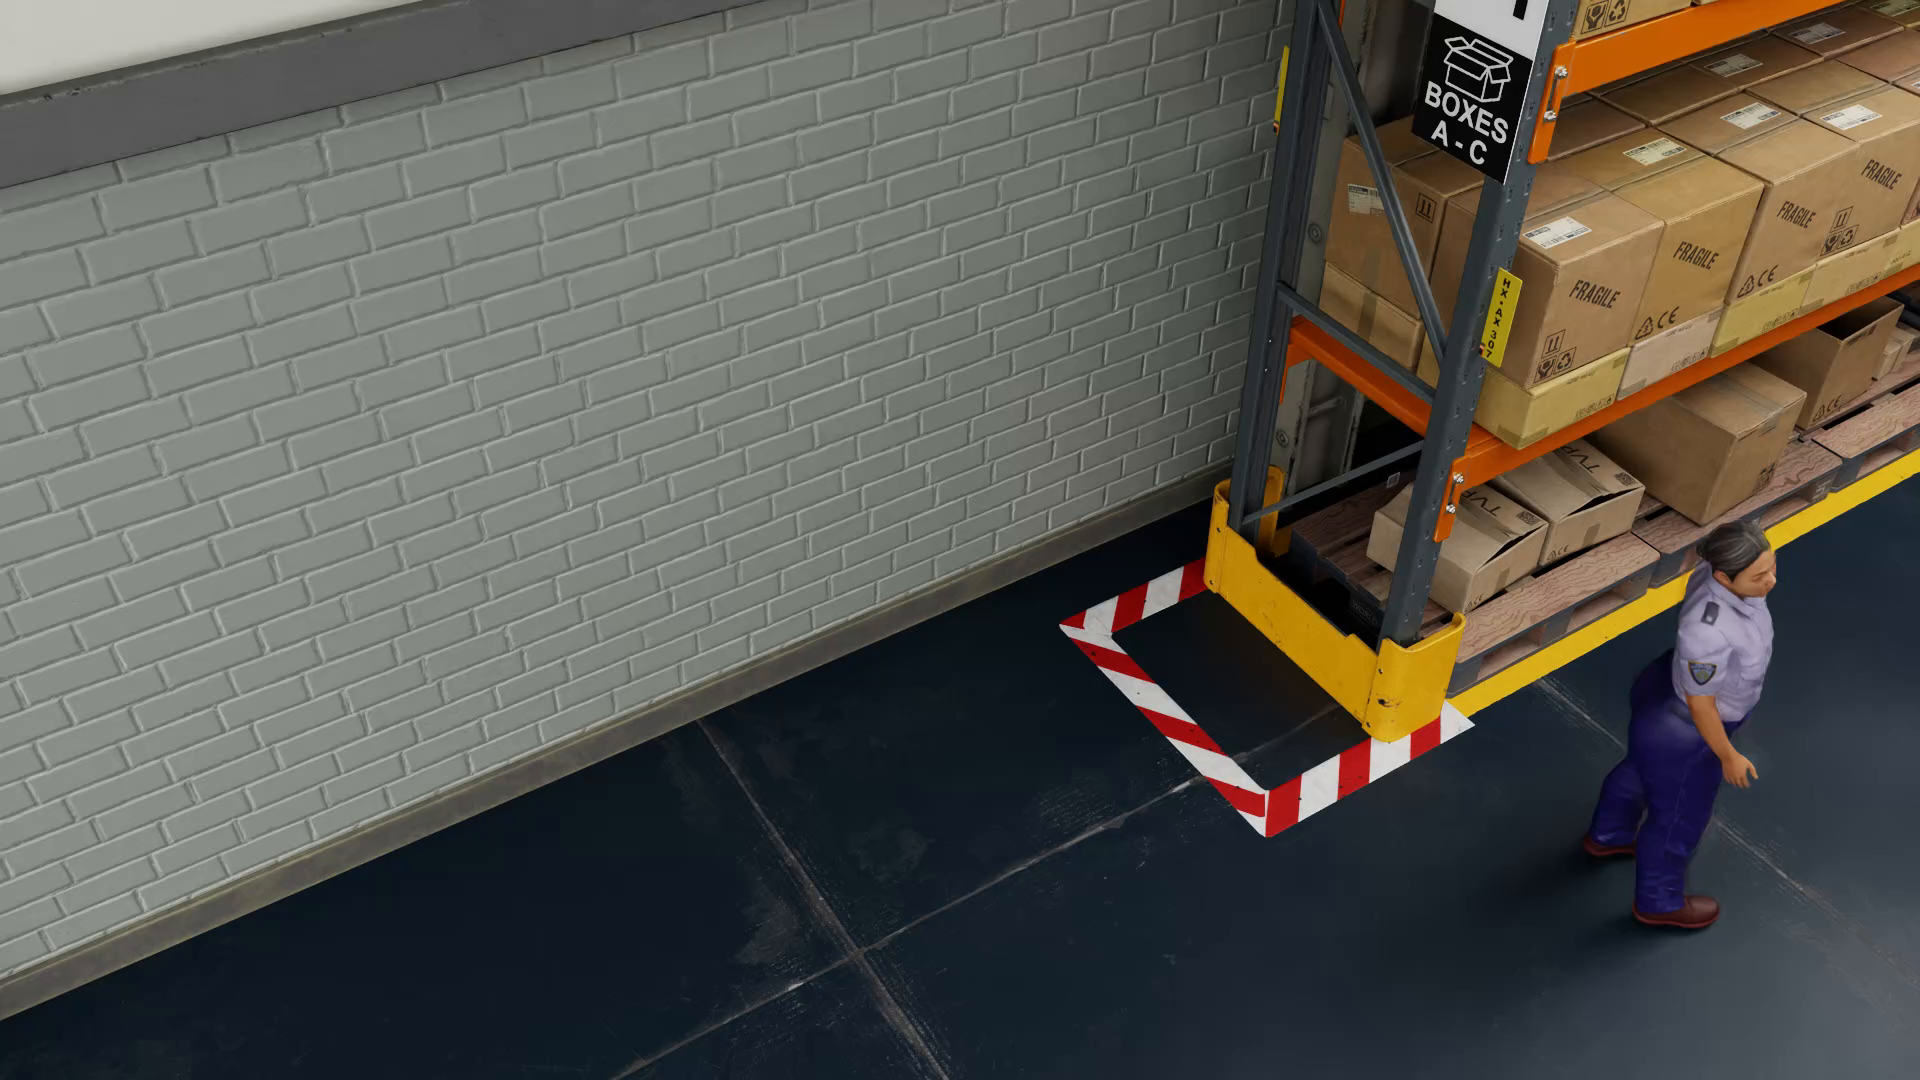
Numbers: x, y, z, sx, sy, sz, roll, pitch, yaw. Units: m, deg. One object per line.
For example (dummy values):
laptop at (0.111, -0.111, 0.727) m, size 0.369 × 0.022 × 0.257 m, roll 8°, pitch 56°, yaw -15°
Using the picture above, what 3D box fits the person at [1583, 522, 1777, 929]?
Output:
person at (2.463, 0.601, 5.463) m, size 0.505 × 1.640 × 0.493 m, roll 14°, pitch 43°, yaw 15°
